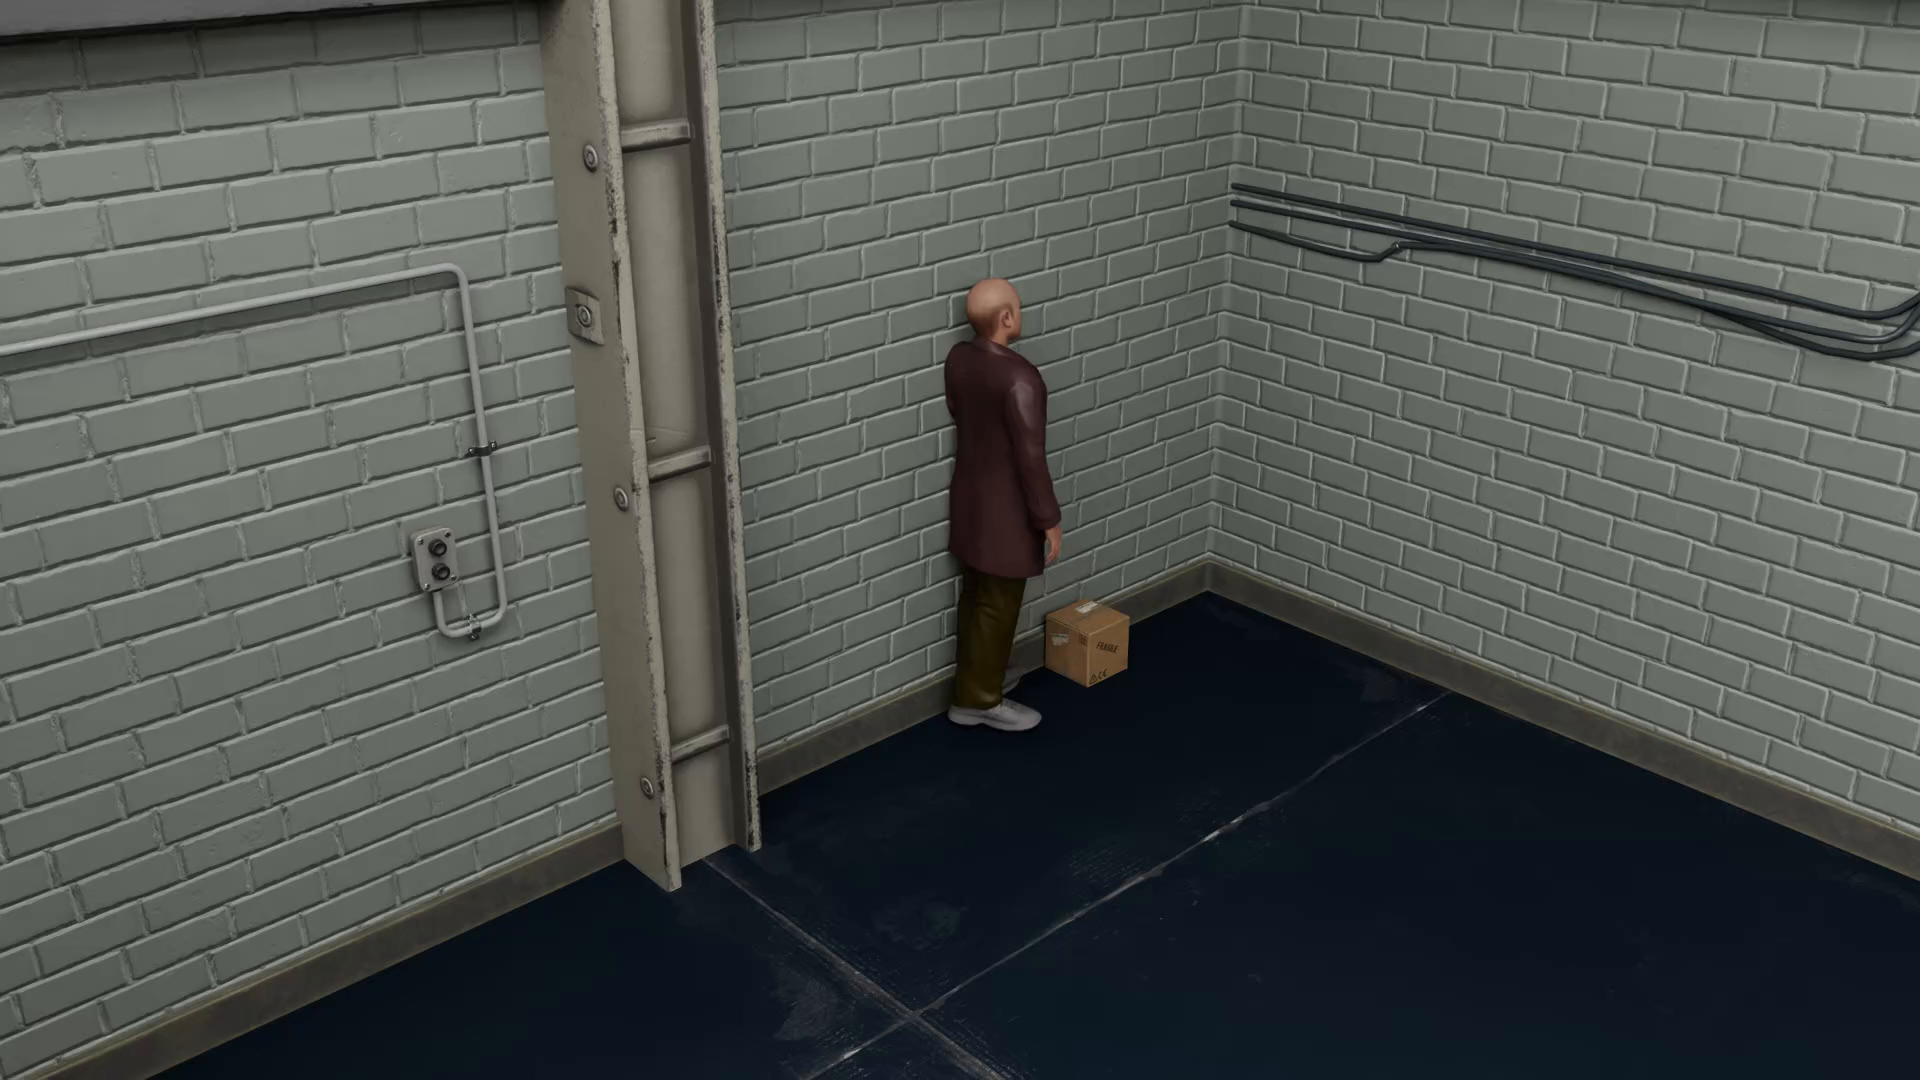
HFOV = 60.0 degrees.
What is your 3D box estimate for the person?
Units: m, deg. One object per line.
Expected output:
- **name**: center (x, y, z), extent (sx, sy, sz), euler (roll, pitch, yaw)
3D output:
- **person**: center (0.143, -0.129, 6.368), extent (0.450, 1.778, 0.647), euler (-16, 29, -32)
